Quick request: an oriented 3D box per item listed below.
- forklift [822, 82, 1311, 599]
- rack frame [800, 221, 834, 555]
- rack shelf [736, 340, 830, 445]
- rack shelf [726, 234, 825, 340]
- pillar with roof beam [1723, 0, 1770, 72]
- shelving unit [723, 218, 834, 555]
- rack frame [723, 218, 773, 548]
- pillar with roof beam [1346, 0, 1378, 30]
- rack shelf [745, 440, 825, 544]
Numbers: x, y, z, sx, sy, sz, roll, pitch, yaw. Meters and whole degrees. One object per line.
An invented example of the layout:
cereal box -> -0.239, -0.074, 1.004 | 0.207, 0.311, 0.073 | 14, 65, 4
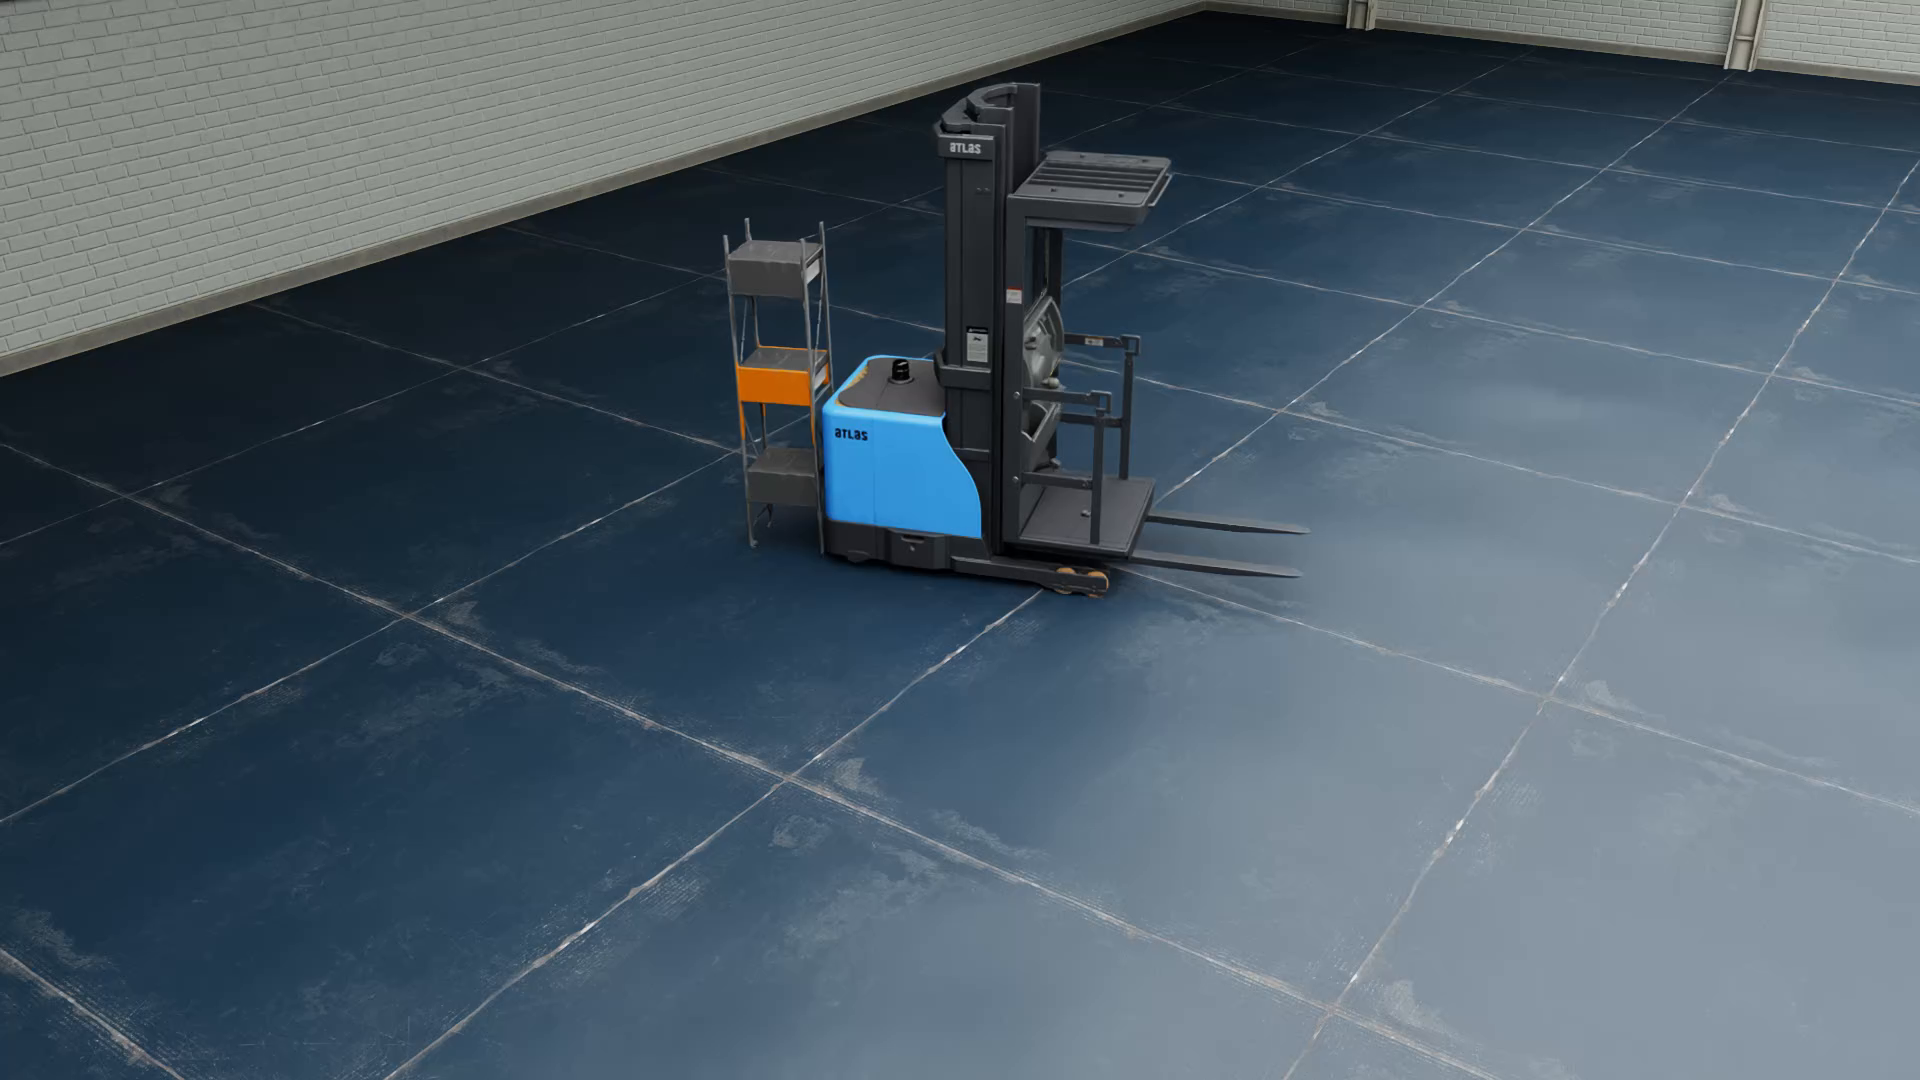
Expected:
forklift -> 0.701, -1.211, 10.172 | 3.031, 2.935, 1.130 | 7, 28, 14
rack frame -> -0.870, -0.931, 10.514 | 0.015, 2.100, 0.400 | 5, 28, 13
rack shelf -> -1.107, -0.941, 10.575 | 0.480, 0.518, 0.431 | 5, 28, 13
rack shelf -> -1.122, -1.566, 10.259 | 0.480, 0.518, 0.431 | 5, 28, 13
pillar with roof beam -> 9.231, -9.458, 19.687 | 0.400, 9.000, 9.100 | 17, 32, 30
shelving unit -> -1.107, -0.953, 10.568 | 0.503, 2.100, 0.431 | 5, 28, 13
rack frame -> -1.344, -0.975, 10.623 | 0.015, 2.100, 0.400 | 5, 28, 13
pillar with roof beam -> 4.286, -10.999, 22.715 | 0.400, 9.000, 9.100 | 17, 32, 30
rack shelf -> -1.091, -0.316, 10.890 | 0.480, 0.518, 0.431 | 5, 28, 13
